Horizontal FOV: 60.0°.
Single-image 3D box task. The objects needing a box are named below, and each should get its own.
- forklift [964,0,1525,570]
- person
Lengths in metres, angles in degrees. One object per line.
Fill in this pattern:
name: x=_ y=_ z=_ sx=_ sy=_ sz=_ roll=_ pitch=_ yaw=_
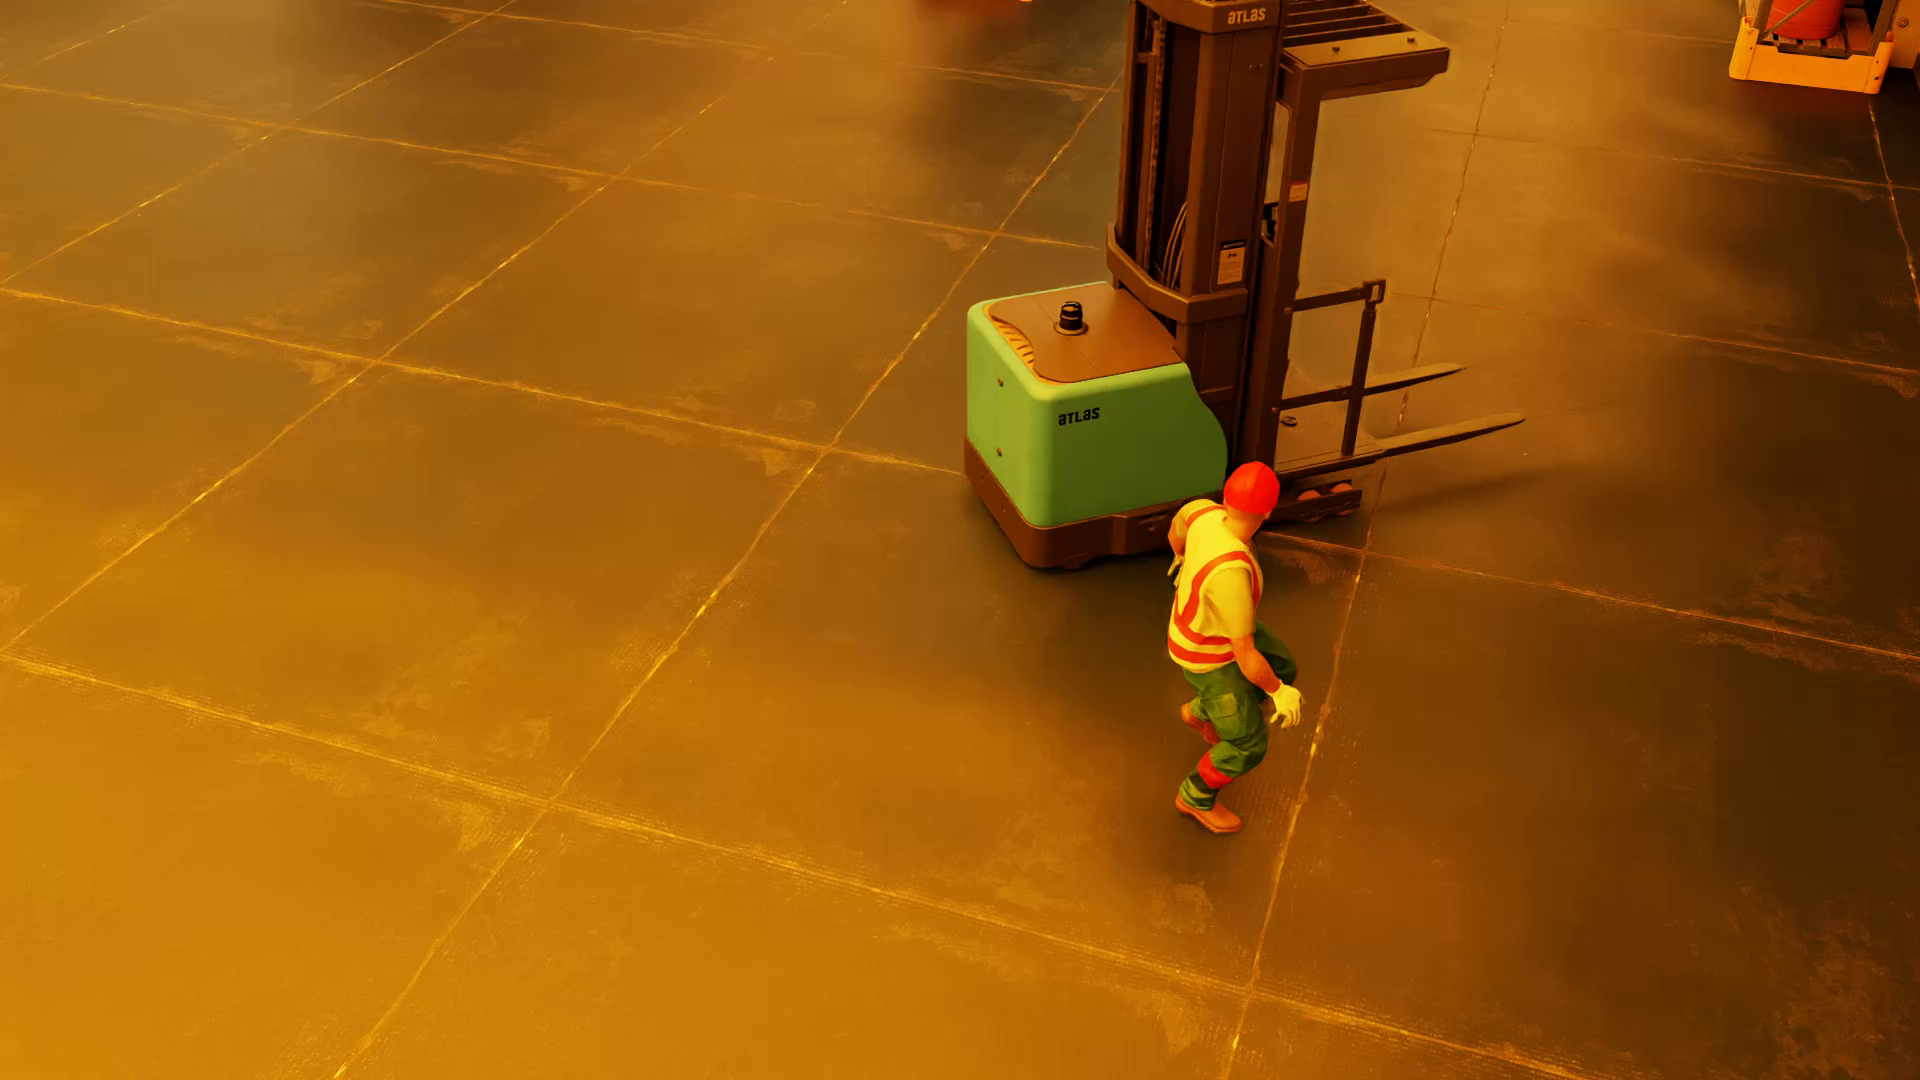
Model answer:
forklift: x=1.596 y=-1.564 z=8.317 sx=3.031 sy=2.935 sz=1.130 roll=-12 pitch=37 yaw=-16
person: x=1.090 y=0.388 z=6.661 sx=0.621 sy=1.676 sz=0.831 roll=8 pitch=36 yaw=11
